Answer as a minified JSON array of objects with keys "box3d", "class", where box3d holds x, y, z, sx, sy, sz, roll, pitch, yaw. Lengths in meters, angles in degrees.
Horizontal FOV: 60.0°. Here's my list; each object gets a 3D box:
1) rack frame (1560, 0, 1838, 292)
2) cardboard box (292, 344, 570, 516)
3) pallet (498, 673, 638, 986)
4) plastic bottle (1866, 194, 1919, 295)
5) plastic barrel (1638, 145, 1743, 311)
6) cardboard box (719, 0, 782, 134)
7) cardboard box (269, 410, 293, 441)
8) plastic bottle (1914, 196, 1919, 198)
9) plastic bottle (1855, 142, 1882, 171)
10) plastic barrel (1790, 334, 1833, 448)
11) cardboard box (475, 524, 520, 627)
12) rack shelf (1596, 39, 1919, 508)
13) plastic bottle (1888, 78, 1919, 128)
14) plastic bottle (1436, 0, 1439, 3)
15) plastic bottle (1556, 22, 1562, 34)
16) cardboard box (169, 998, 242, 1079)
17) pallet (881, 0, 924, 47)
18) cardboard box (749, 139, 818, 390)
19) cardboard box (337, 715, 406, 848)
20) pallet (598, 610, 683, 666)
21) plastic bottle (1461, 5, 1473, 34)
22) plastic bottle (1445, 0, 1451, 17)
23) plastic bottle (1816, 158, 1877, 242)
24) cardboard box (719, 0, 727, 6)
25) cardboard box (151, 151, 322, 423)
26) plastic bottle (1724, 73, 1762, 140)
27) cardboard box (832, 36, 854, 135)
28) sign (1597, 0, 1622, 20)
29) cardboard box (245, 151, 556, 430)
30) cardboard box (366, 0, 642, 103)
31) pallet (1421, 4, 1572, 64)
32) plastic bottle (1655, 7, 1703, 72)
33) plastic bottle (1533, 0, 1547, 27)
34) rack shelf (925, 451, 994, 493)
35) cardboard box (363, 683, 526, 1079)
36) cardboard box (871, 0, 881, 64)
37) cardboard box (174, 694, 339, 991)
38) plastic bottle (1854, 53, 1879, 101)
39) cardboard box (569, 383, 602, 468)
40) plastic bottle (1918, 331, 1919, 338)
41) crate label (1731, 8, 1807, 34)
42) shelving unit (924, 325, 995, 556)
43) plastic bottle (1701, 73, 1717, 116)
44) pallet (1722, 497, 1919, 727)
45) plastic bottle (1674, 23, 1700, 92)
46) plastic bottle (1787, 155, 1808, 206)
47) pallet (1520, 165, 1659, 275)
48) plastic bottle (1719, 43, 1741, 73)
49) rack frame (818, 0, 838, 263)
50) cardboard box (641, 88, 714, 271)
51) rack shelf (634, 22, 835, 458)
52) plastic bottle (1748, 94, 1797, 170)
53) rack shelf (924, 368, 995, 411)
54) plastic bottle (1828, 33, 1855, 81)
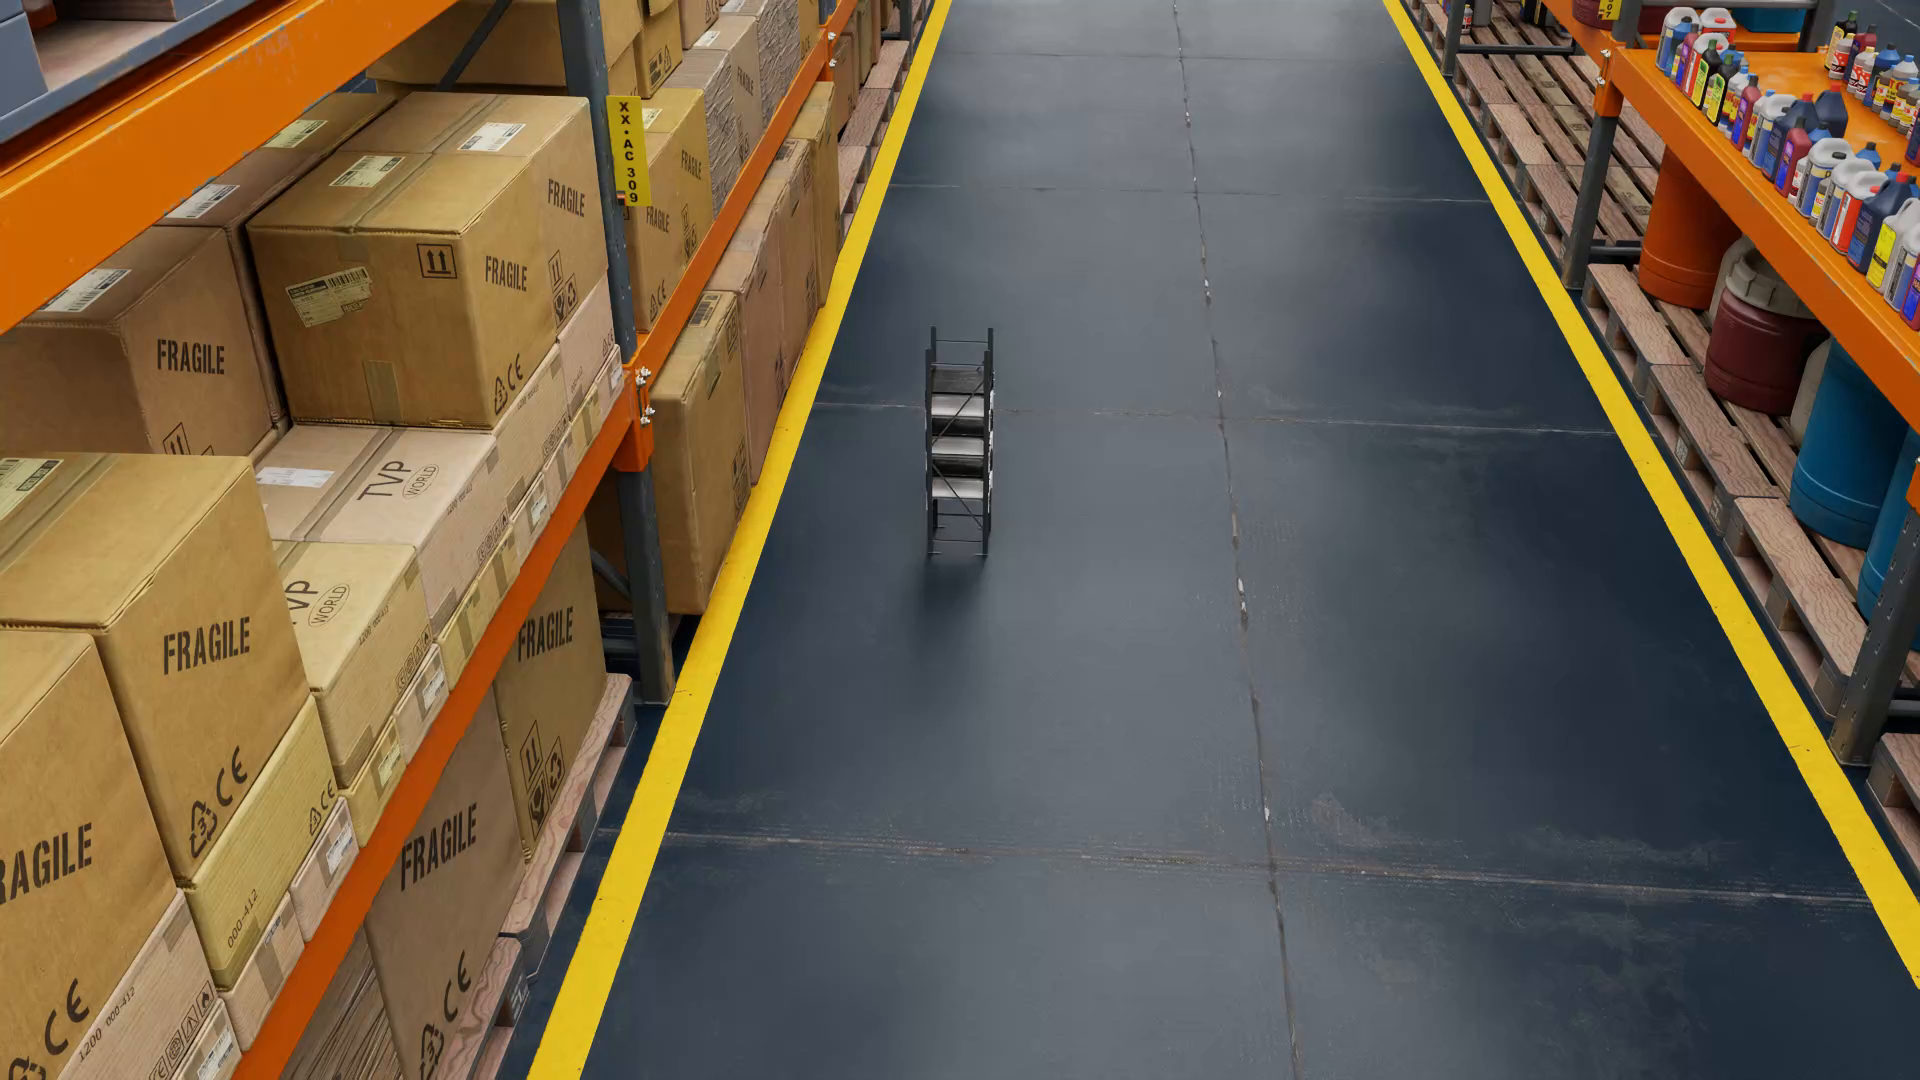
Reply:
[{"box3d":[3.751,-2.624,8.149,1.000,3.000,0.127,2,32,4],"class":"rack frame"},{"box3d":[-1.325,-0.294,4.227,0.500,0.250,0.500,3,32,5],"class":"cardboard box"},{"box3d":[-1.651,0.837,5.190,1.003,0.211,1.213,2,32,4],"class":"pallet"},{"box3d":[3.174,-1.006,5.570,0.144,0.351,0.185,2,32,4],"class":"plastic bottle"},{"box3d":[3.728,-1.622,8.192,0.600,0.830,0.708,2,32,4],"class":"plastic barrel"},{"box3d":[-1.064,-2.077,7.167,0.500,0.500,0.500,1,32,2],"class":"cardboard box"},{"box3d":[-1.856,-0.312,4.257,0.500,0.250,0.500,2,32,4],"class":"cardboard box"},{"box3d":[3.333,-1.097,5.717,0.144,0.351,0.185,2,32,4],"class":"plastic bottle"},{"box3d":[3.362,-1.348,6.201,0.097,0.271,0.097,0,32,0],"class":"plastic bottle"},{"box3d":[3.680,-0.598,6.832,0.421,0.512,0.421,0,32,0],"class":"plastic barrel"},{"box3d":[-1.293,0.075,4.009,0.380,0.149,0.250,3,32,5],"class":"cardboard box"},{"box3d":[3.588,-1.272,6.641,1.077,0.370,4.000,2,32,4],"class":"rack shelf"},{"box3d":[4.058,-1.875,7.123,0.097,0.201,0.097,0,32,0],"class":"plastic bottle"},{"box3d":[3.901,-4.447,13.283,0.152,0.276,0.135,3,32,5],"class":"plastic bottle"},{"box3d":[4.548,-3.913,12.488,0.097,0.201,0.097,0,32,0],"class":"plastic bottle"},{"box3d":[-1.419,0.878,2.705,0.380,0.149,0.250,2,32,3],"class":"cardboard box"},{"box3d":[-0.840,-4.093,13.190,1.003,0.211,1.213,2,32,4],"class":"pallet"},{"box3d":[-1.342,-1.284,7.600,1.225,0.875,0.875,3,32,4],"class":"cardboard box"},{"box3d":[-1.355,0.479,3.354,0.380,0.149,0.250,2,32,3],"class":"cardboard box"},{"box3d":[-1.523,0.036,6.490,1.003,0.211,1.213,2,32,4],"class":"pallet"},{"box3d":[3.796,-3.915,12.491,0.097,0.201,0.097,0,32,0],"class":"plastic bottle"},{"box3d":[3.858,-4.225,12.852,0.144,0.351,0.185,1,32,2],"class":"plastic bottle"},{"box3d":[3.217,-1.225,5.996,0.152,0.276,0.135,2,32,4],"class":"plastic bottle"},{"box3d":[-1.317,-2.583,7.031,0.797,0.503,0.637,3,32,5],"class":"cardboard box"},{"box3d":[-1.853,-0.629,4.057,0.500,0.500,0.500,2,32,4],"class":"cardboard box"},{"box3d":[3.282,-1.814,6.957,0.097,0.271,0.097,0,32,0],"class":"plastic bottle"},{"box3d":[-1.079,-2.897,10.555,0.700,0.500,0.500,5,32,8],"class":"cardboard box"},{"box3d":[3.202,-2.713,8.138,0.100,0.325,0.005,2,32,4],"class":"sign"},{"box3d":[-1.327,-0.612,4.029,0.500,0.500,0.500,3,32,4],"class":"cardboard box"},{"box3d":[-1.467,-1.548,5.351,0.797,0.503,0.637,2,32,3],"class":"cardboard box"},{"box3d":[4.173,-3.878,12.841,1.003,0.211,1.213,2,32,4],"class":"pallet"},{"box3d":[3.394,-2.359,7.837,0.152,0.276,0.135,2,32,4],"class":"plastic bottle"},{"box3d":[4.433,-4.069,12.663,0.061,0.283,0.133,2,32,4],"class":"plastic bottle"},{"box3d":[-0.001,-0.274,6.572,0.258,0.077,0.200,2,32,4],"class":"rack shelf"},{"box3d":[-1.718,0.794,4.227,0.875,0.875,0.875,2,32,4],"class":"cardboard box"},{"box3d":[-0.931,-3.730,11.907,0.700,0.500,0.500,0,32,0],"class":"cardboard box"},{"box3d":[-1.448,0.511,2.922,0.500,0.250,0.500,1,32,2],"class":"cardboard box"},{"box3d":[4.089,-2.079,7.453,0.097,0.201,0.097,0,32,0],"class":"plastic bottle"},{"box3d":[-1.230,-0.329,4.664,0.380,0.149,0.250,3,32,5],"class":"cardboard box"},{"box3d":[3.118,-0.730,5.264,0.097,0.201,0.097,0,32,0],"class":"plastic bottle"},{"box3d":[4.159,-2.757,8.524,0.303,0.233,0.416,2,32,4],"class":"crate label"},{"box3d":[-0.001,-0.379,6.507,0.258,0.900,0.210,2,32,4],"class":"shelving unit"},{"box3d":[3.309,-1.956,7.254,0.097,0.201,0.097,0,32,0],"class":"plastic bottle"},{"box3d":[3.530,0.253,6.138,1.003,0.211,1.213,2,32,4],"class":"pallet"},{"box3d":[3.322,-2.192,7.559,0.061,0.283,0.133,2,32,4],"class":"plastic bottle"},{"box3d":[3.218,-1.376,6.313,0.097,0.201,0.097,0,32,0],"class":"plastic bottle"},{"box3d":[3.853,-1.840,9.535,1.003,0.211,1.213,2,32,4],"class":"pallet"},{"box3d":[3.380,-2.053,7.345,0.097,0.271,0.097,0,32,0],"class":"plastic bottle"},{"box3d":[-1.185,-2.836,8.492,1.000,3.000,0.127,2,32,4],"class":"rack frame"},{"box3d":[-1.184,-1.279,5.872,0.500,0.500,0.500,3,32,4],"class":"cardboard box"},{"box3d":[-1.348,-1.484,6.984,1.077,0.370,4.000,2,32,4],"class":"rack shelf"},{"box3d":[3.281,-1.634,6.660,0.152,0.276,0.135,2,32,4],"class":"plastic bottle"},{"box3d":[-0.001,-0.580,6.383,0.258,0.077,0.200,2,32,4],"class":"rack shelf"},{"box3d":[4.116,-2.250,7.732,0.097,0.201,0.097,0,32,0],"class":"plastic bottle"}]
